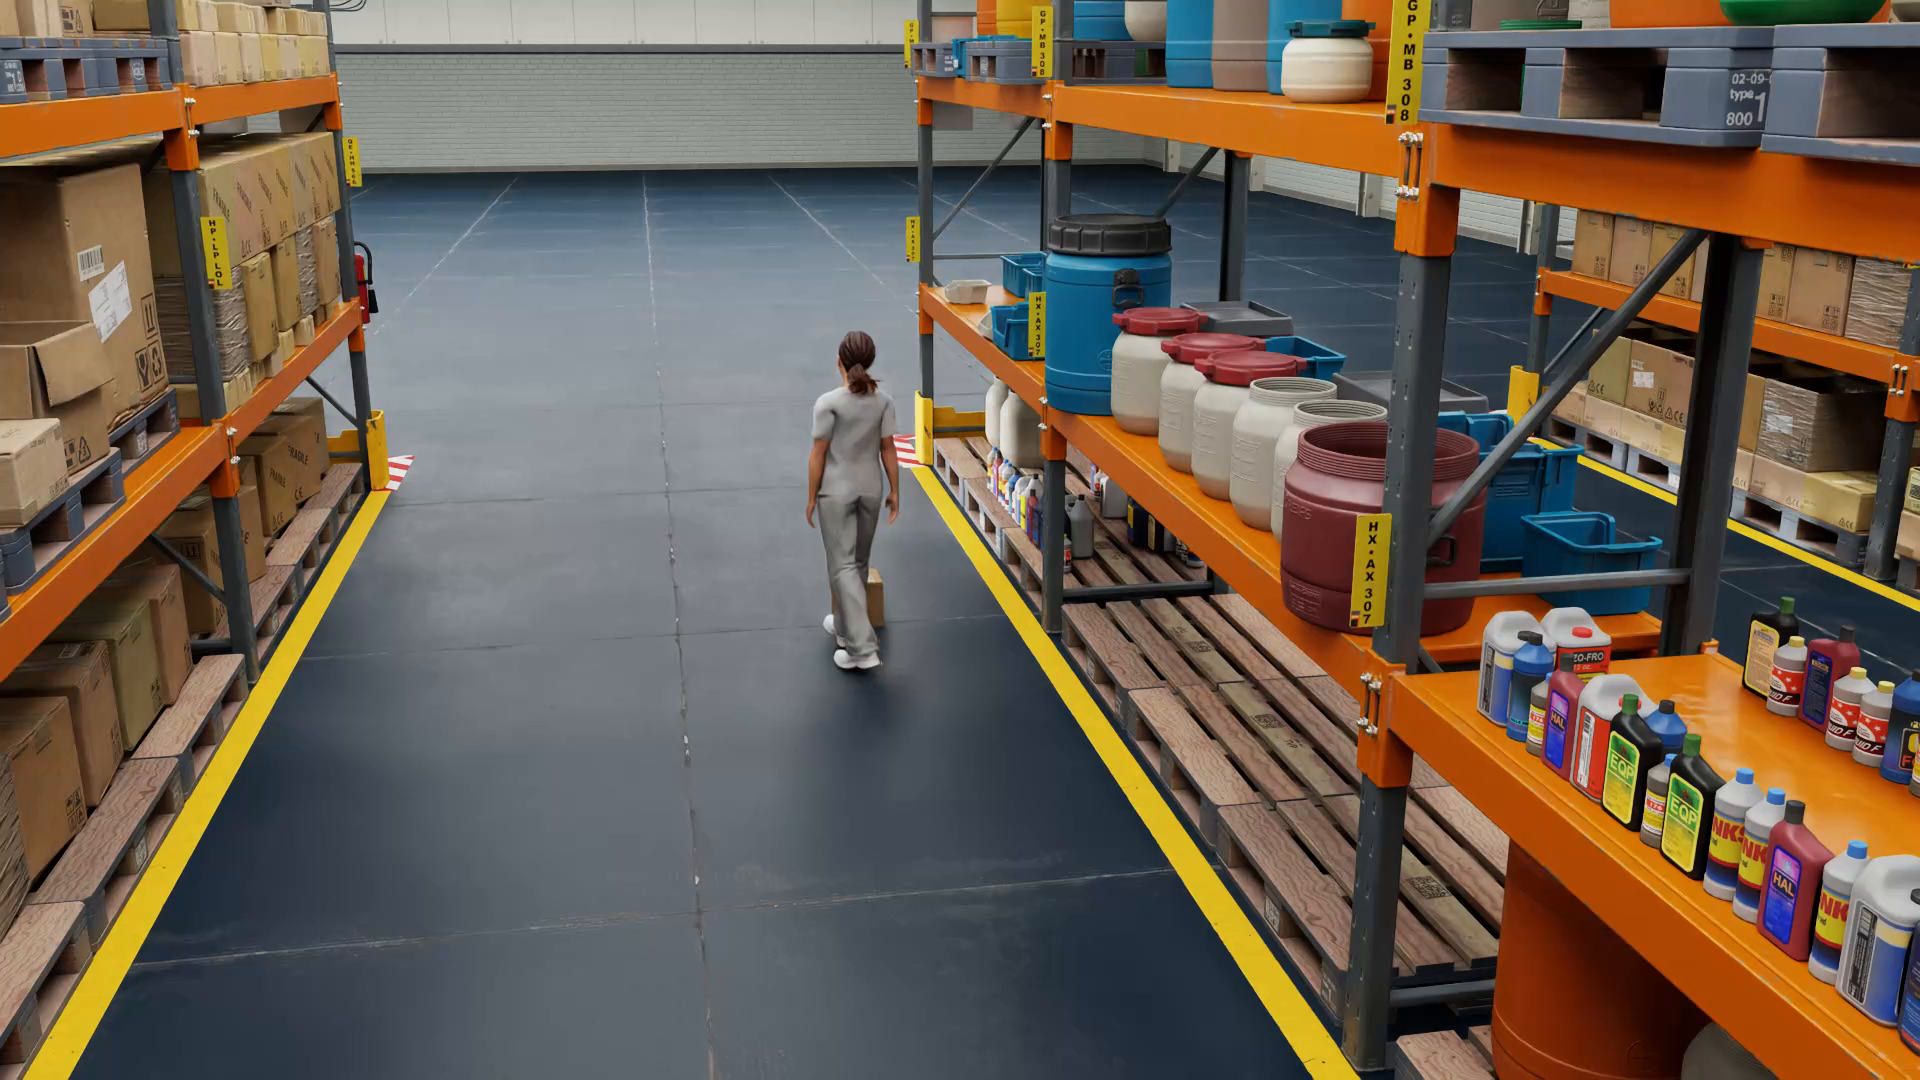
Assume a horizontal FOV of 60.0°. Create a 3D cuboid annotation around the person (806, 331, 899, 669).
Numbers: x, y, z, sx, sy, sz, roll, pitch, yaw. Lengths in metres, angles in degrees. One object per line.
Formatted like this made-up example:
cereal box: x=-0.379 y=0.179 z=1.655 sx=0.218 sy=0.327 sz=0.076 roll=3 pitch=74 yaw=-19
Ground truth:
person: x=-0.554 y=-0.217 z=8.258 sx=0.467 sy=1.664 sz=0.741 roll=-9 pitch=19 yaw=-29
